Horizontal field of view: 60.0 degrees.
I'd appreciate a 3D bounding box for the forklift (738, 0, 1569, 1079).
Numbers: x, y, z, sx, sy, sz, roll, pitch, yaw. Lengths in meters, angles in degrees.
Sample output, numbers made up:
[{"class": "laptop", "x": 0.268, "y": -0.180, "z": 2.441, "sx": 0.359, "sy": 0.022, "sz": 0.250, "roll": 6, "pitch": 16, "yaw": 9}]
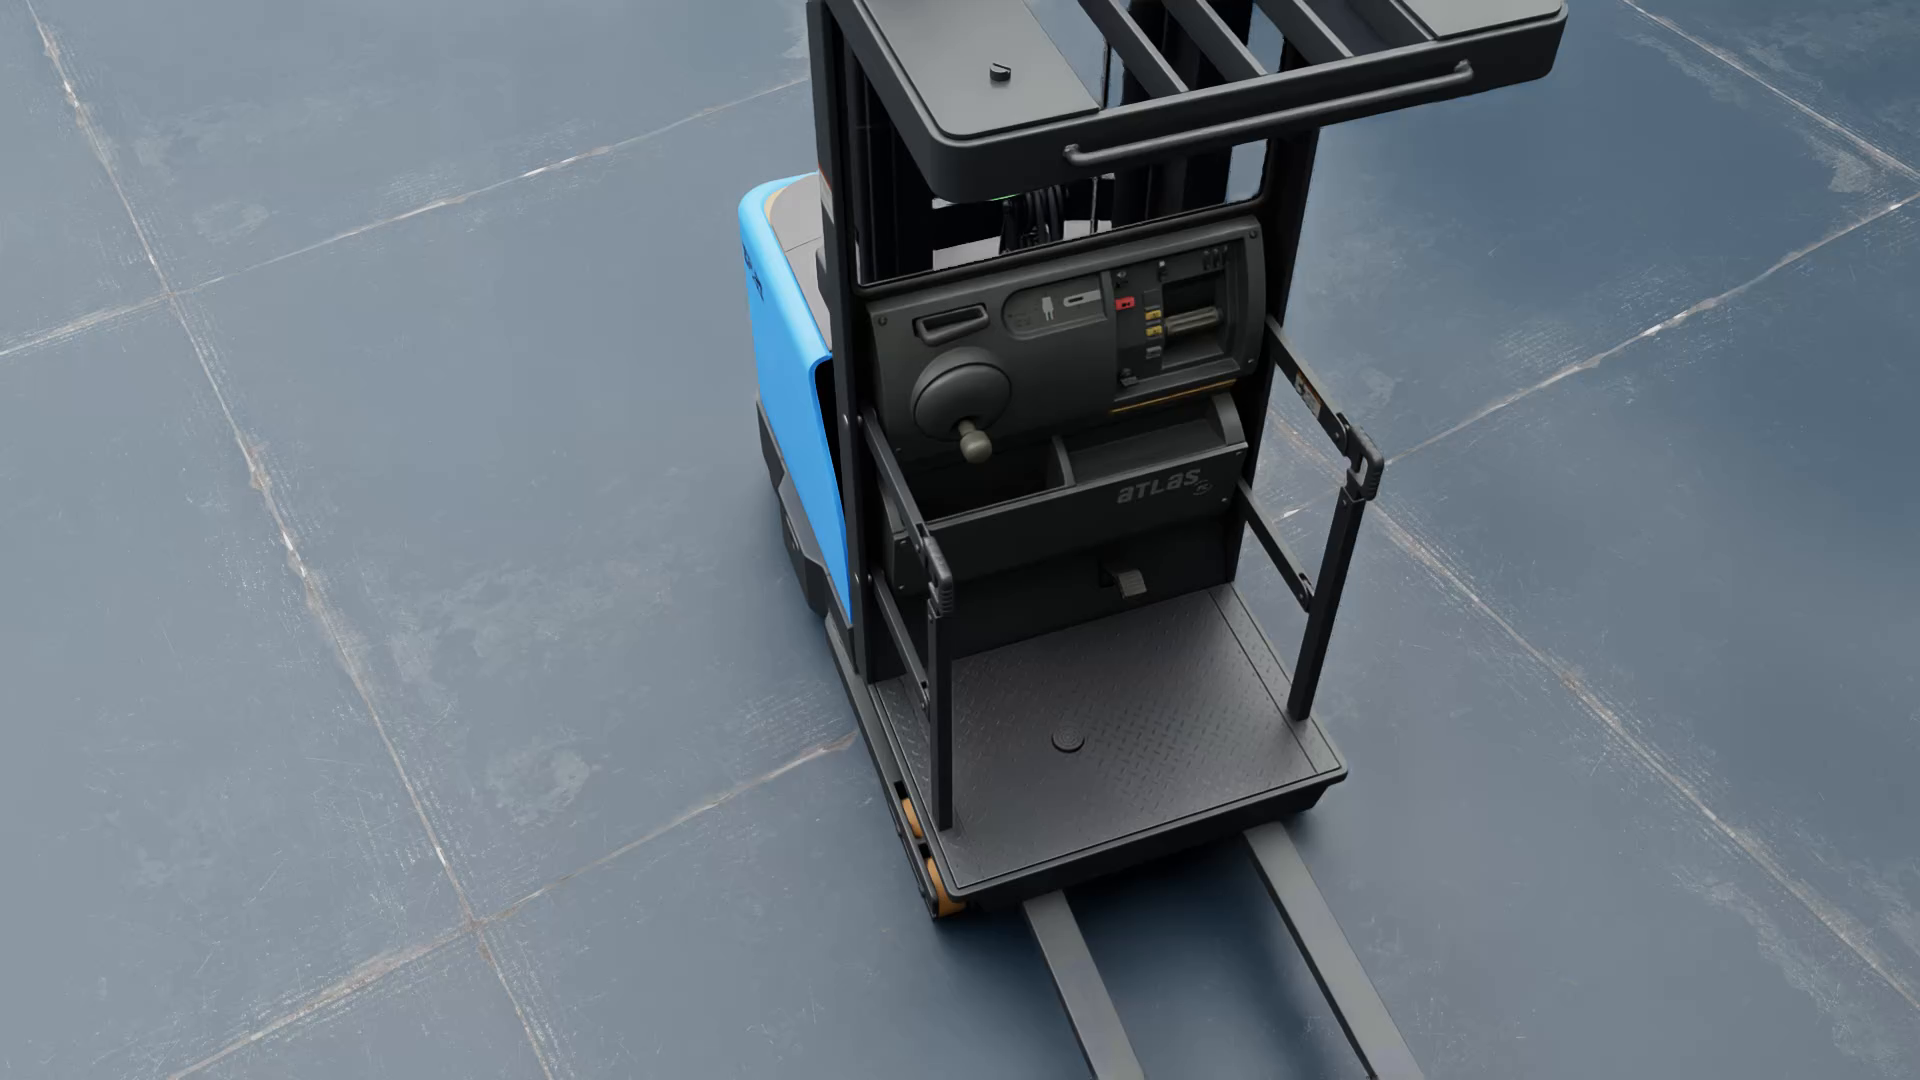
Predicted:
[{"class": "forklift", "x": 0.330, "y": -0.345, "z": 3.595, "sx": 1.130, "sy": 2.935, "sz": 3.031, "roll": -15, "pitch": 50, "yaw": -13}]
